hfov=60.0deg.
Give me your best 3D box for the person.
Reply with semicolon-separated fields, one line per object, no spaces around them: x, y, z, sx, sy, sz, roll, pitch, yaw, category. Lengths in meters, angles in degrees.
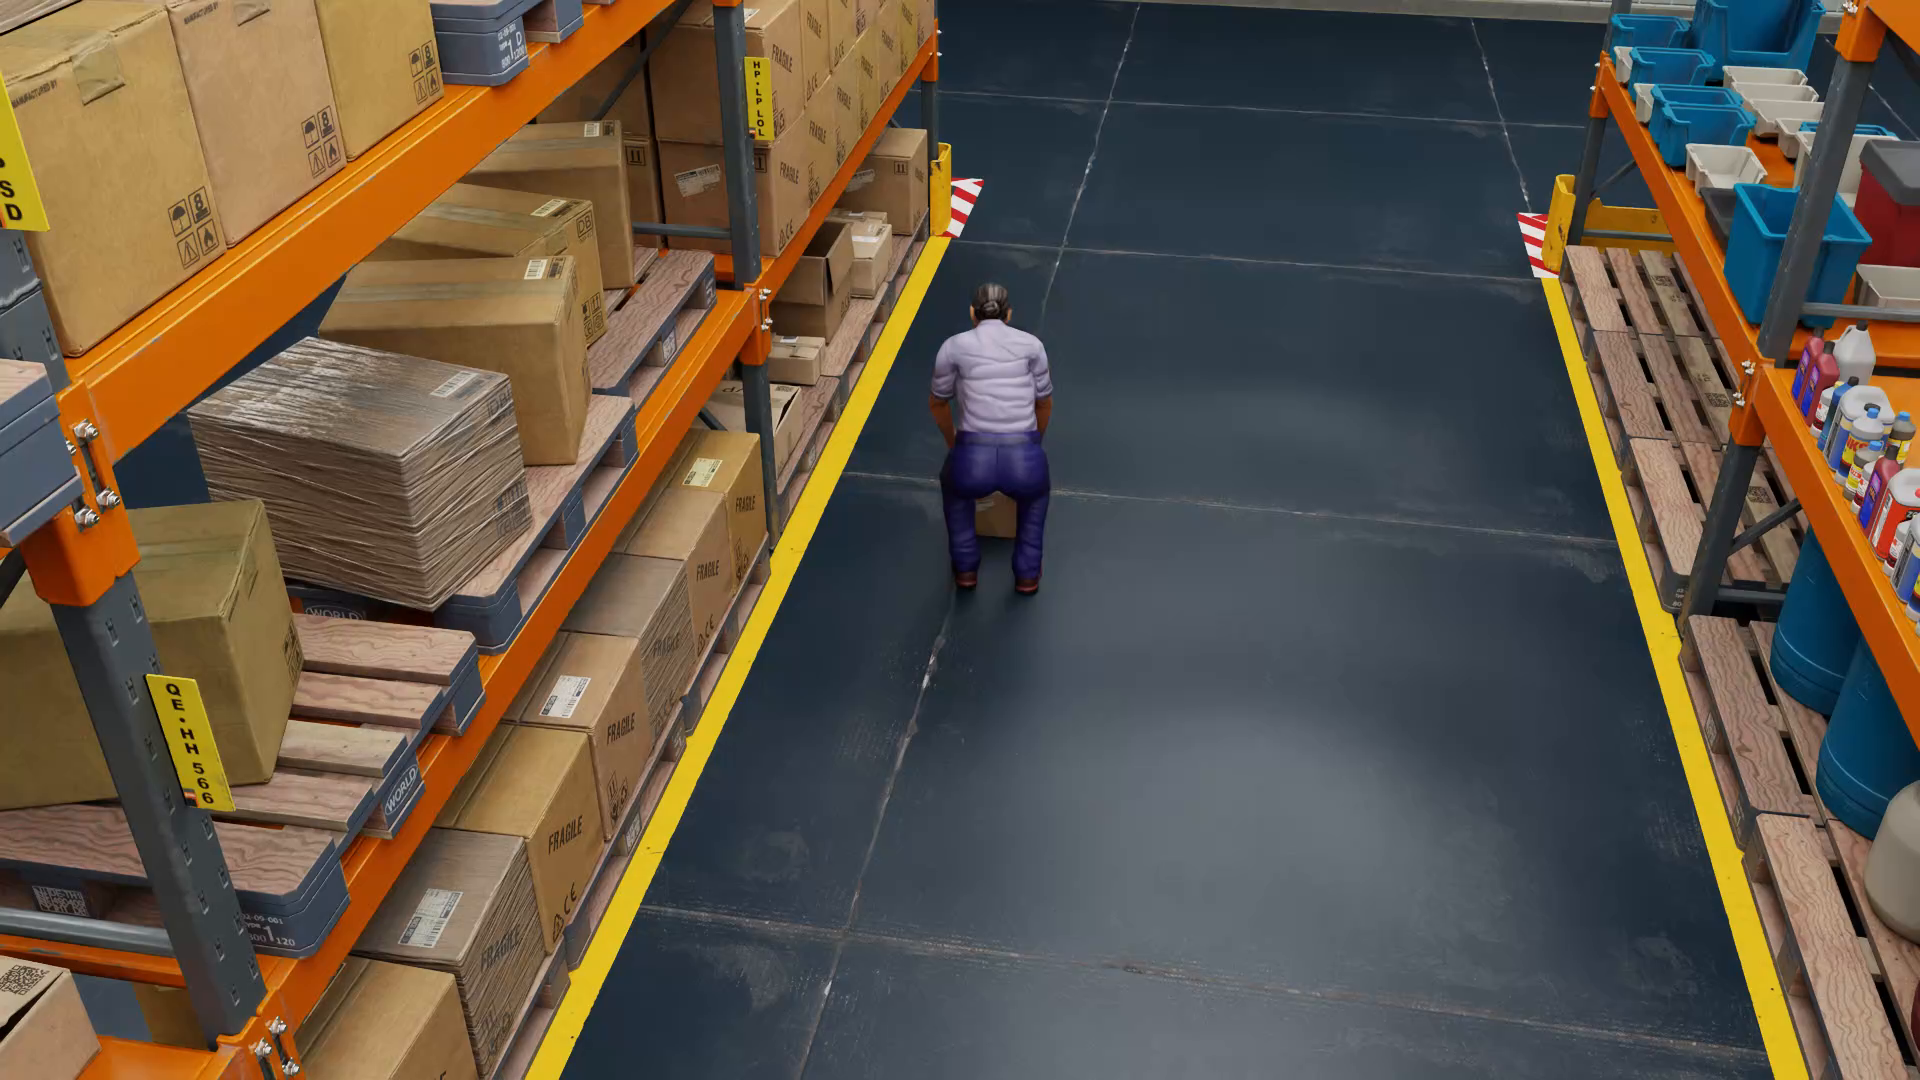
0.128;-0.395;7.115;0.537;1.284;0.704;1;33;2;person
